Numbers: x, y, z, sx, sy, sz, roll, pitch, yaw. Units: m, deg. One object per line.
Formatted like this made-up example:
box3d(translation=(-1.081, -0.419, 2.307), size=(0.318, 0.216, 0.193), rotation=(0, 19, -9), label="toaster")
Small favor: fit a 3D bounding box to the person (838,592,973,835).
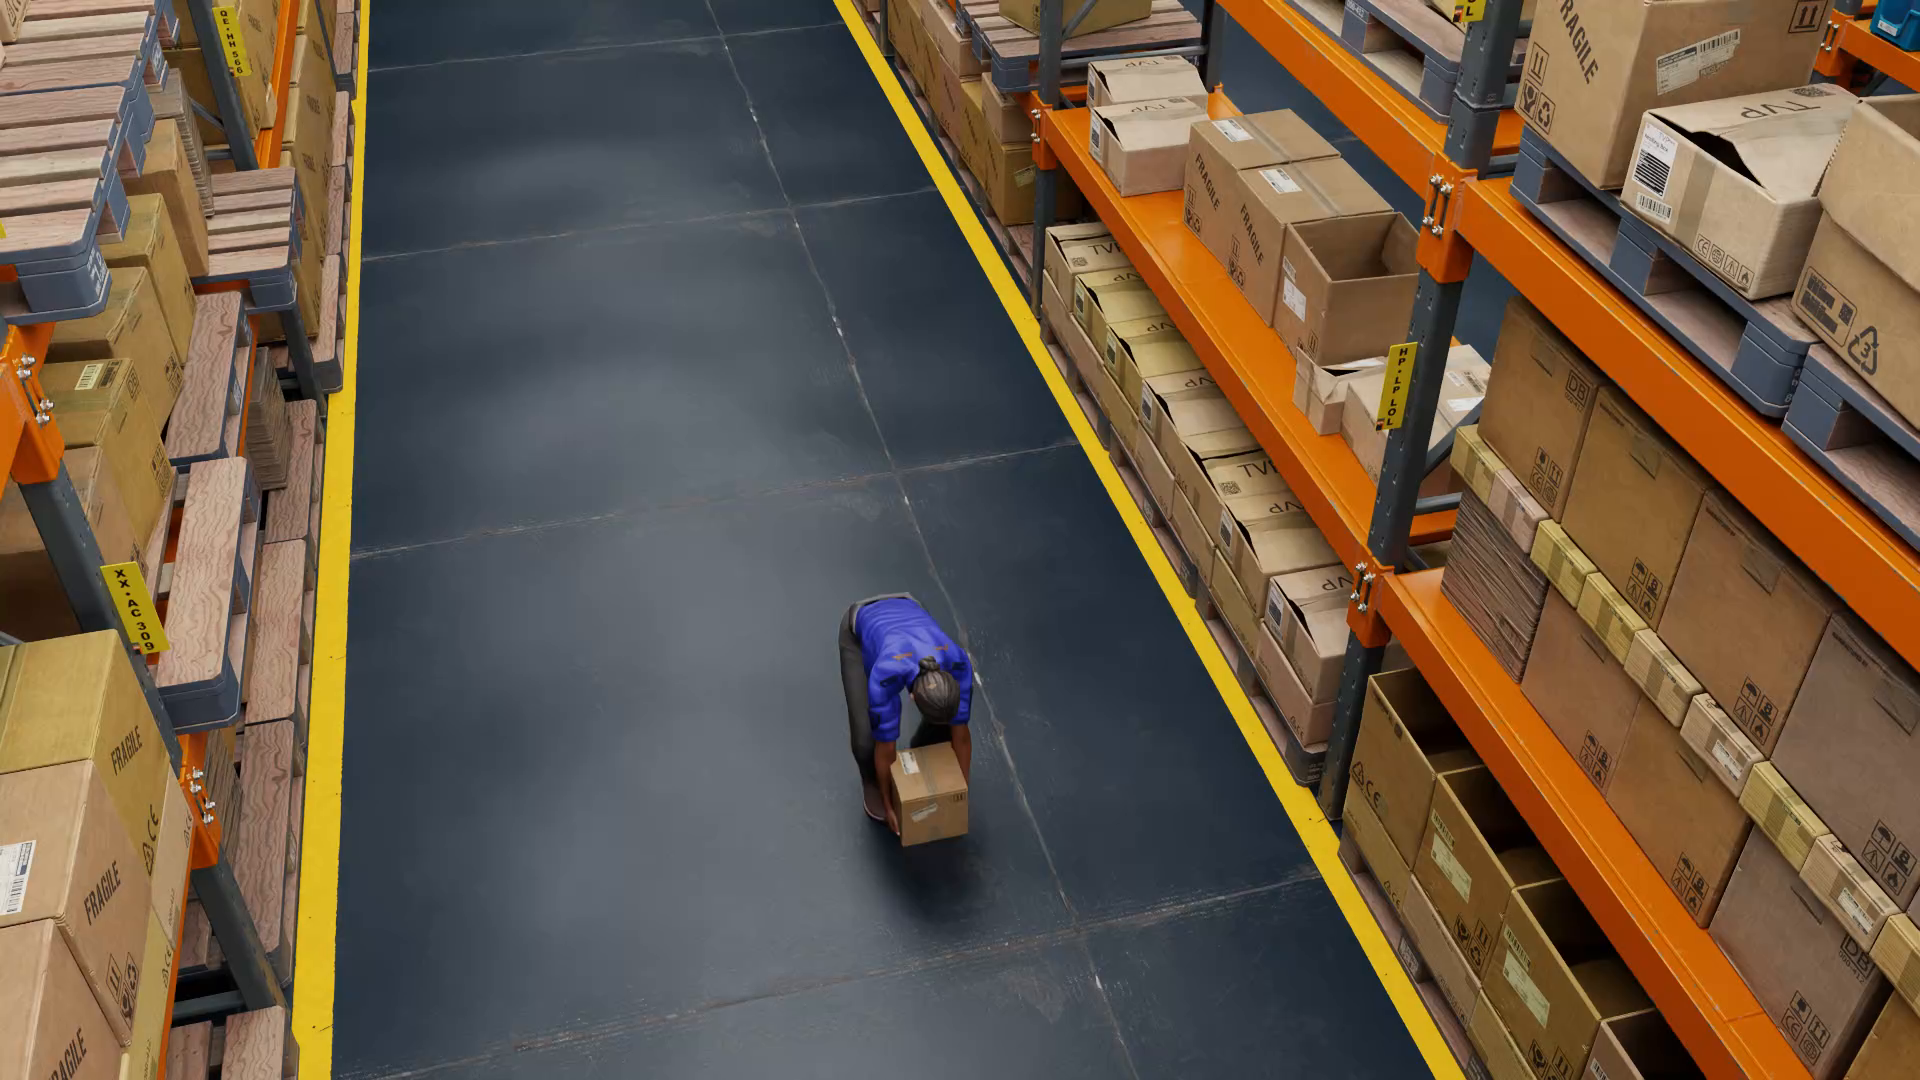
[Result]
box3d(translation=(-0.189, 0.684, 6.350), size=(0.452, 1.048, 0.857), rotation=(-11, 40, -14), label="person")
